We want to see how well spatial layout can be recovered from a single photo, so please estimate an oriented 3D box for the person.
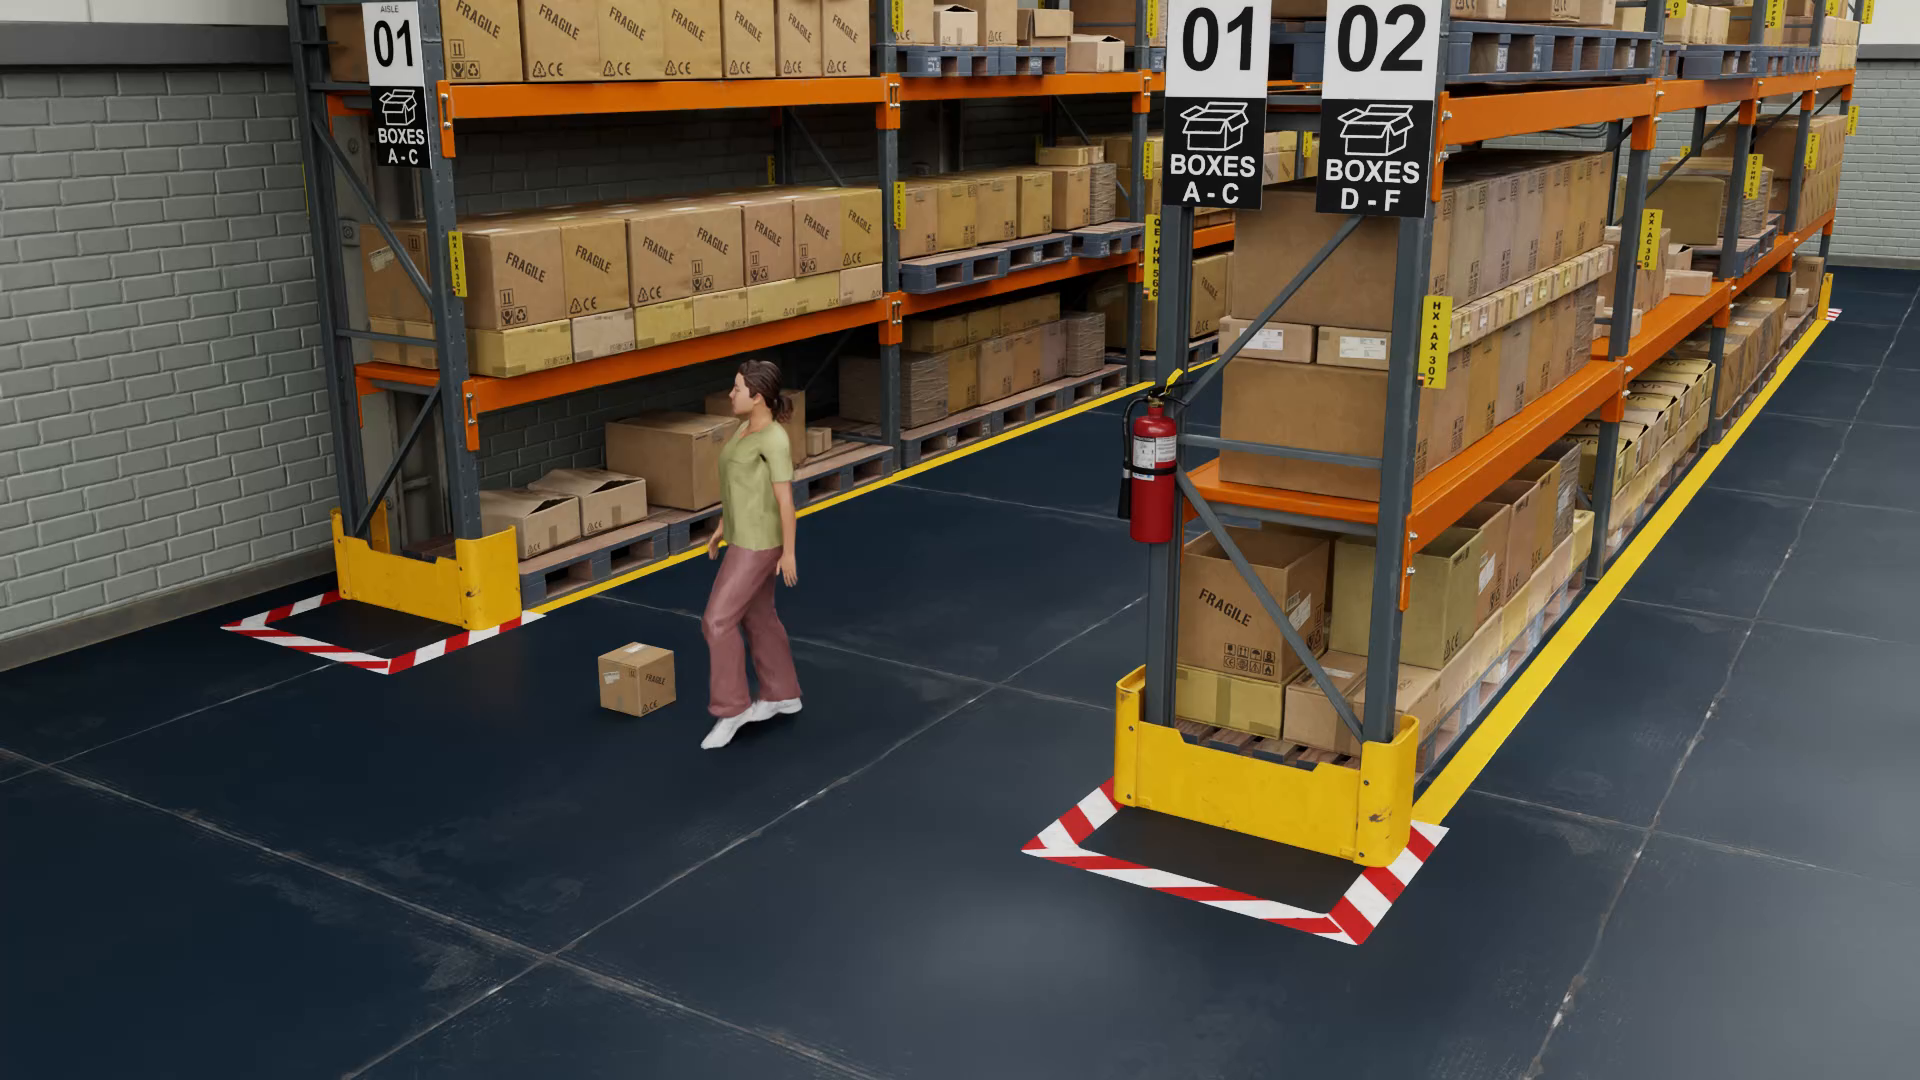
[{"bbox_3d":[-0.965,0.054,7.377,0.529,1.710,0.489,-6,17,-21],"label":"person"}]
